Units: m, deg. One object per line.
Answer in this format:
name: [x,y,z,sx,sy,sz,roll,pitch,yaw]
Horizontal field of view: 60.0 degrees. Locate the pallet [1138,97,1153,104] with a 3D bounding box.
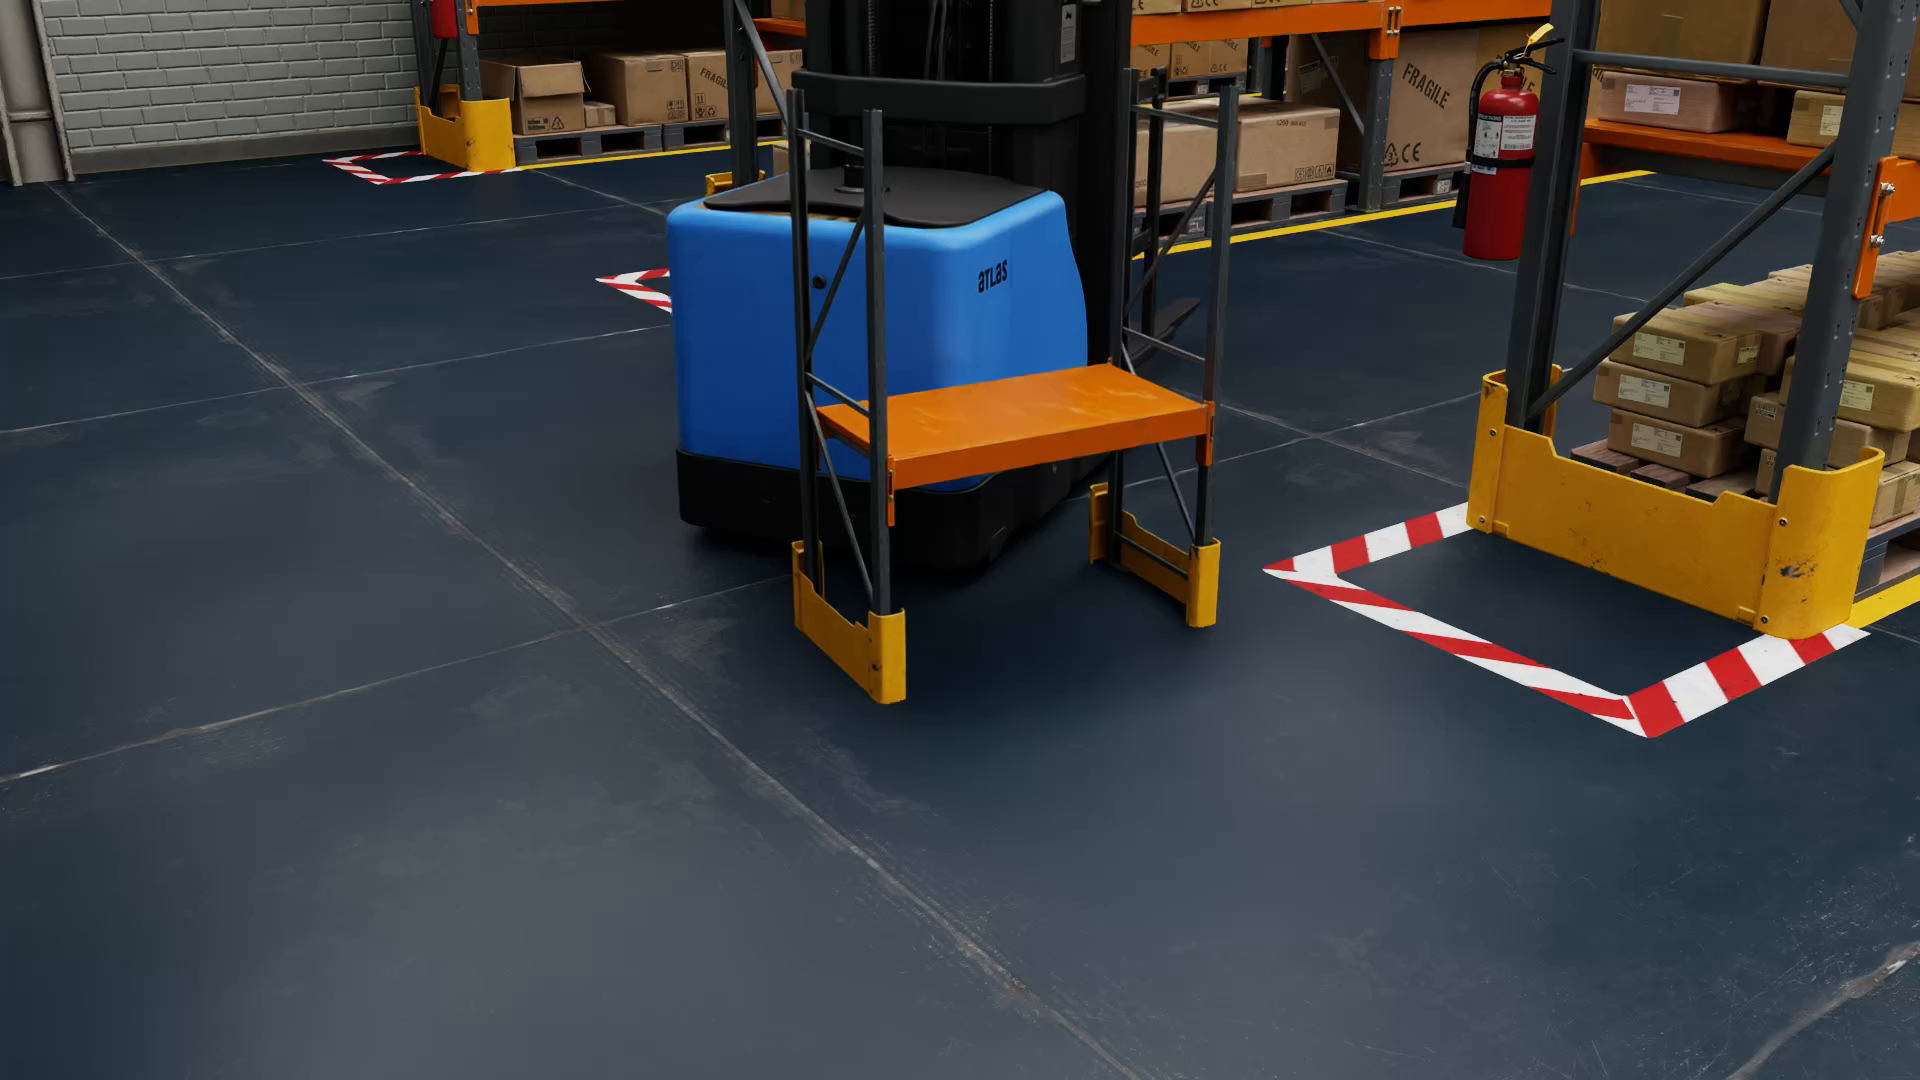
pallet: [1.078,-4.280,15.838,1.213,0.211,1.003,-15,26,-33]

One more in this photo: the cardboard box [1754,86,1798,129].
cardboard box: [2.400,-1.378,5.142,0.250,0.149,0.380,-15,26,-33]

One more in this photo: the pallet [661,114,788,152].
pallet: [-2.100,-3.413,13.666,1.213,0.211,1.003,-15,26,-33]

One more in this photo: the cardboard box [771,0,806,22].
cardboard box: [-0.659,-2.995,8.719,0.500,0.500,0.500,-15,26,-33]

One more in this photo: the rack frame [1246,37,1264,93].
rack frame: [2.696,-5.988,16.356,0.127,3.000,1.000,-15,26,-33]

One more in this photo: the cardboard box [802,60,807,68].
cardboard box: [-1.225,-3.997,14.426,0.500,0.311,0.500,-14,26,-31]

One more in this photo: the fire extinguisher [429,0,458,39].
fire extinguisher: [-3.647,-3.877,11.672,0.183,0.674,0.296,-15,26,-33]

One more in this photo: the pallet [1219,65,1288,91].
pallet: [3.387,-4.860,17.290,1.213,0.211,1.003,-15,26,-33]

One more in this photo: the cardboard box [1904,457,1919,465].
cardboard box: [2.854,-0.266,5.296,0.250,0.149,0.380,-15,26,-33]

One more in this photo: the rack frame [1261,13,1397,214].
rack frame: [2.351,-3.630,10.446,0.127,3.000,1.000,-15,26,-33]

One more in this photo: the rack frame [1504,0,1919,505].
rack frame: [2.077,-1.297,4.599,0.127,3.000,1.000,-15,26,-33]

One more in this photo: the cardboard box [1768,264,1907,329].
cardboard box: [3.165,-0.878,6.027,0.250,0.149,0.380,-14,26,-31]

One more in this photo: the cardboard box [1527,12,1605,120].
cardboard box: [4.262,-3.388,12.139,0.875,0.875,0.875,-15,26,-32]

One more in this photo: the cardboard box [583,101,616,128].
cardboard box: [-2.878,-3.312,12.928,0.250,0.149,0.380,-16,27,-35]

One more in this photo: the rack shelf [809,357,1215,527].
rack shelf: [0.138,-0.290,4.584,1.000,0.185,0.538,-11,24,-26]

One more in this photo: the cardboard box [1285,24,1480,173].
cardboard box: [2.808,-2.996,11.158,0.875,0.875,0.875,-14,26,-31]

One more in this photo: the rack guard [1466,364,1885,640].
rack guard: [2.139,-0.152,5.103,0.348,0.500,1.175,-15,26,-33]

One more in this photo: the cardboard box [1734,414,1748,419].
cardboard box: [2.532,-0.431,5.708,0.250,0.149,0.380,-14,26,-31]

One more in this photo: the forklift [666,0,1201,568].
forklift: [0.160,-1.787,5.921,1.130,2.935,3.031,10,24,22]

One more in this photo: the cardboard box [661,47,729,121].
cardboard box: [-2.042,-3.652,13.308,0.500,0.500,0.500,-14,26,-32]

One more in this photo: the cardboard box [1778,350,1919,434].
cardboard box: [2.701,-0.455,4.967,0.250,0.149,0.380,-16,27,-35]

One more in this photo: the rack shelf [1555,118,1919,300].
rack shelf: [3.701,-1.396,5.817,4.000,0.370,1.077,-15,26,-33]

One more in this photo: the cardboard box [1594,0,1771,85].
cardboard box: [2.292,-1.656,4.963,0.500,0.500,0.500,-14,26,-32]

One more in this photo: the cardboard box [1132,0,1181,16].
cardboard box: [0.876,-3.164,9.144,0.500,0.500,0.500,-14,26,-31]

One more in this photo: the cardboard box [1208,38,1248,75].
cardboard box: [2.478,-4.866,16.350,0.500,0.500,0.500,-14,26,-31]

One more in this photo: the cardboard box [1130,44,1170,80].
cardboard box: [1.643,-4.647,15.800,0.500,0.500,0.500,-14,25,-31]

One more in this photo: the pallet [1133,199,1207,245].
pallet: [0.697,-1.928,9.944,1.213,0.211,1.003,-15,26,-33]

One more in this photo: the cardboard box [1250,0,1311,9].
cardboard box: [1.709,-3.386,9.700,0.500,0.500,0.500,-16,27,-34]

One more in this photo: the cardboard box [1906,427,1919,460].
cardboard box: [2.908,-0.384,5.191,0.250,0.149,0.380,-15,26,-33]

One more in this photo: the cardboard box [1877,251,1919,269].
cardboard box: [3.640,-0.967,6.250,0.250,0.149,0.380,-15,26,-33]

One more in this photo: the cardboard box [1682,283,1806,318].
cardboard box: [2.732,-0.766,5.747,0.250,0.149,0.380,-16,27,-34]

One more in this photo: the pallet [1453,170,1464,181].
pallet: [3.925,-2.790,12.104,1.213,0.211,1.003,-15,26,-33]

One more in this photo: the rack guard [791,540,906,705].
rack guard: [-0.309,0.213,4.526,0.087,0.250,0.587,-11,24,-26]

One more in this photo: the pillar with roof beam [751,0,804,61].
pillar with roof beam: [0.872,-6.734,10.130,0.400,9.000,9.100,-15,26,-33]

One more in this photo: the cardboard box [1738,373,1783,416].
cardboard box: [2.582,-0.546,5.597,0.250,0.149,0.380,-16,27,-34]

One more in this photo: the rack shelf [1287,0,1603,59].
rack shelf: [3.975,-3.729,11.664,4.000,0.370,1.077,-15,26,-33]

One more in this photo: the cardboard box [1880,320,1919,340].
cardboard box: [3.134,-0.567,5.248,0.250,0.149,0.380,-15,26,-33]

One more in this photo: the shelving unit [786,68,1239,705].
shelving unit: [0.130,-0.455,4.514,1.083,1.500,0.587,-11,24,-26]

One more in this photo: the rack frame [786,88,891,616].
rack frame: [-0.310,-0.368,4.294,0.032,1.500,0.500,-11,24,-26]

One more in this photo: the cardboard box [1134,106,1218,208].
cardboard box: [1.052,-2.337,10.097,0.875,0.438,0.875,-16,27,-34]

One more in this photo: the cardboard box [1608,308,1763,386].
cardboard box: [2.359,-0.635,5.417,0.250,0.149,0.380,-15,26,-32]

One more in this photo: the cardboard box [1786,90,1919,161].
cardboard box: [2.531,-1.152,4.574,0.250,0.149,0.380,-15,26,-33]
